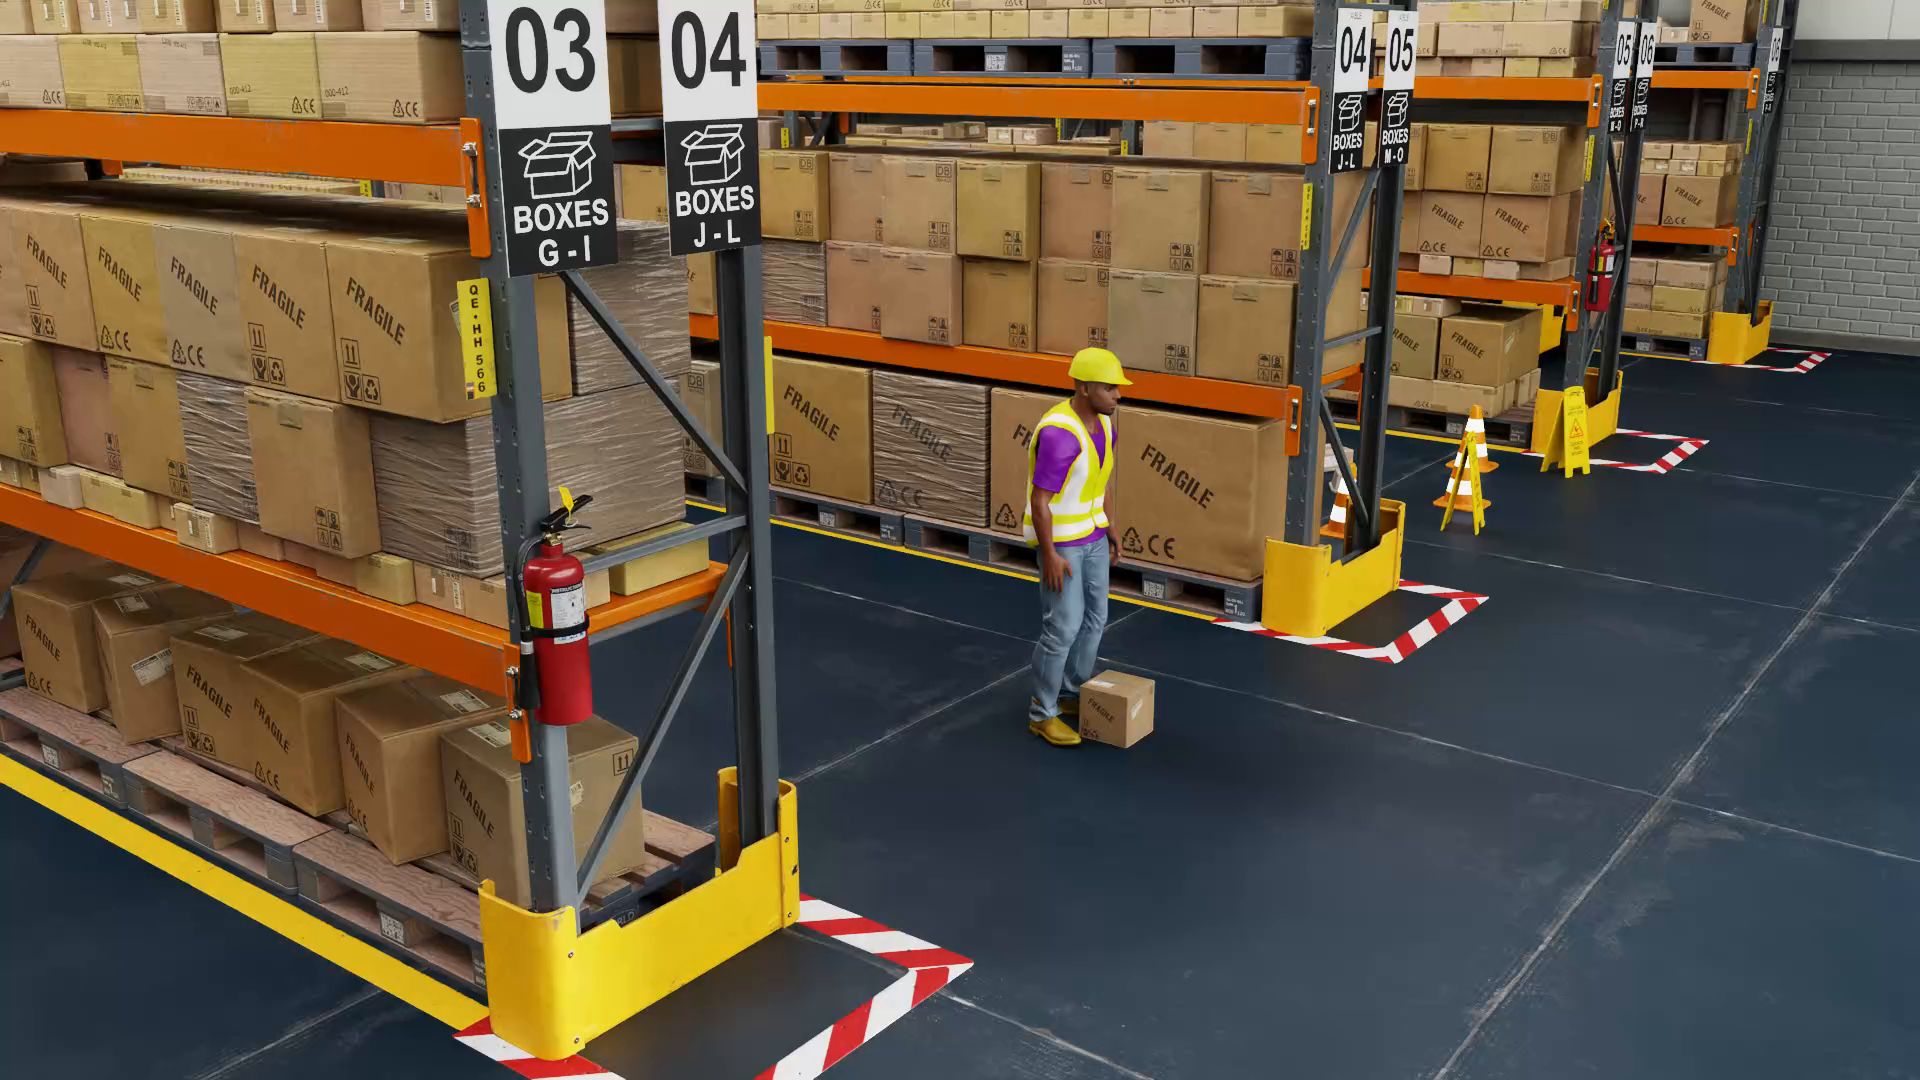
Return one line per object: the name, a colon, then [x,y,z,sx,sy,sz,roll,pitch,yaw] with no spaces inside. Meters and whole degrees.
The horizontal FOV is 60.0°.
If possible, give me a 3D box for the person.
person: [0.533,0.007,7.486,0.454,1.757,0.636,11,20,32]
